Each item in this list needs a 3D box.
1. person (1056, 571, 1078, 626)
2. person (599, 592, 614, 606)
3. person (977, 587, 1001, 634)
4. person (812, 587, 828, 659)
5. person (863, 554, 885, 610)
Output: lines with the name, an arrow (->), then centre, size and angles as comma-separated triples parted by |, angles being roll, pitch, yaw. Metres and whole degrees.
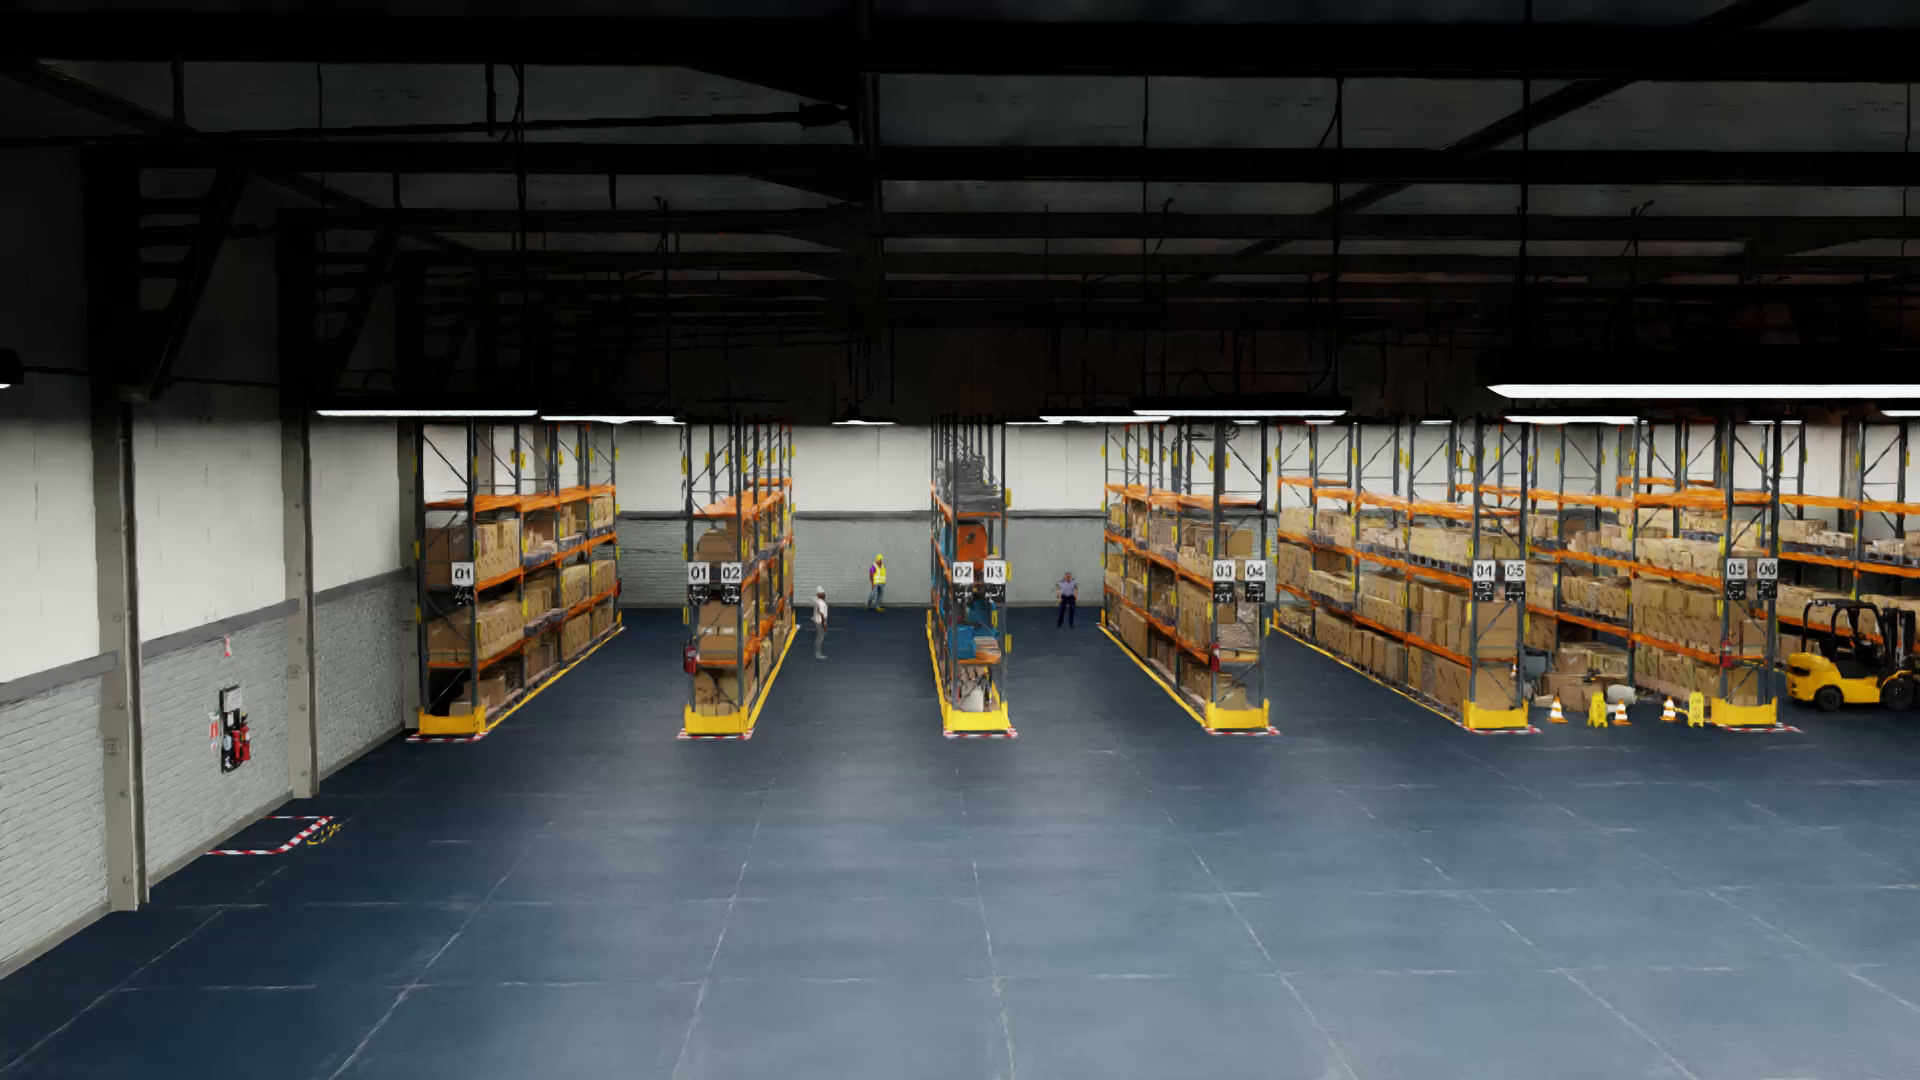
person -> 3.081, 1.687, 47.761 | 0.625, 1.593, 0.517 | 0, 4, -4
person -> -10.324, 1.558, 48.292 | 0.485, 1.787, 0.625 | 3, 5, 37
person -> 0.645, 1.734, 45.877 | 0.724, 1.713, 0.900 | -1, 4, -19
person -> -3.432, 2.032, 40.971 | 0.400, 1.769, 0.674 | -2, 4, -22
person -> -2.660, 1.323, 51.816 | 0.747, 1.753, 0.528 | -4, 5, -43
